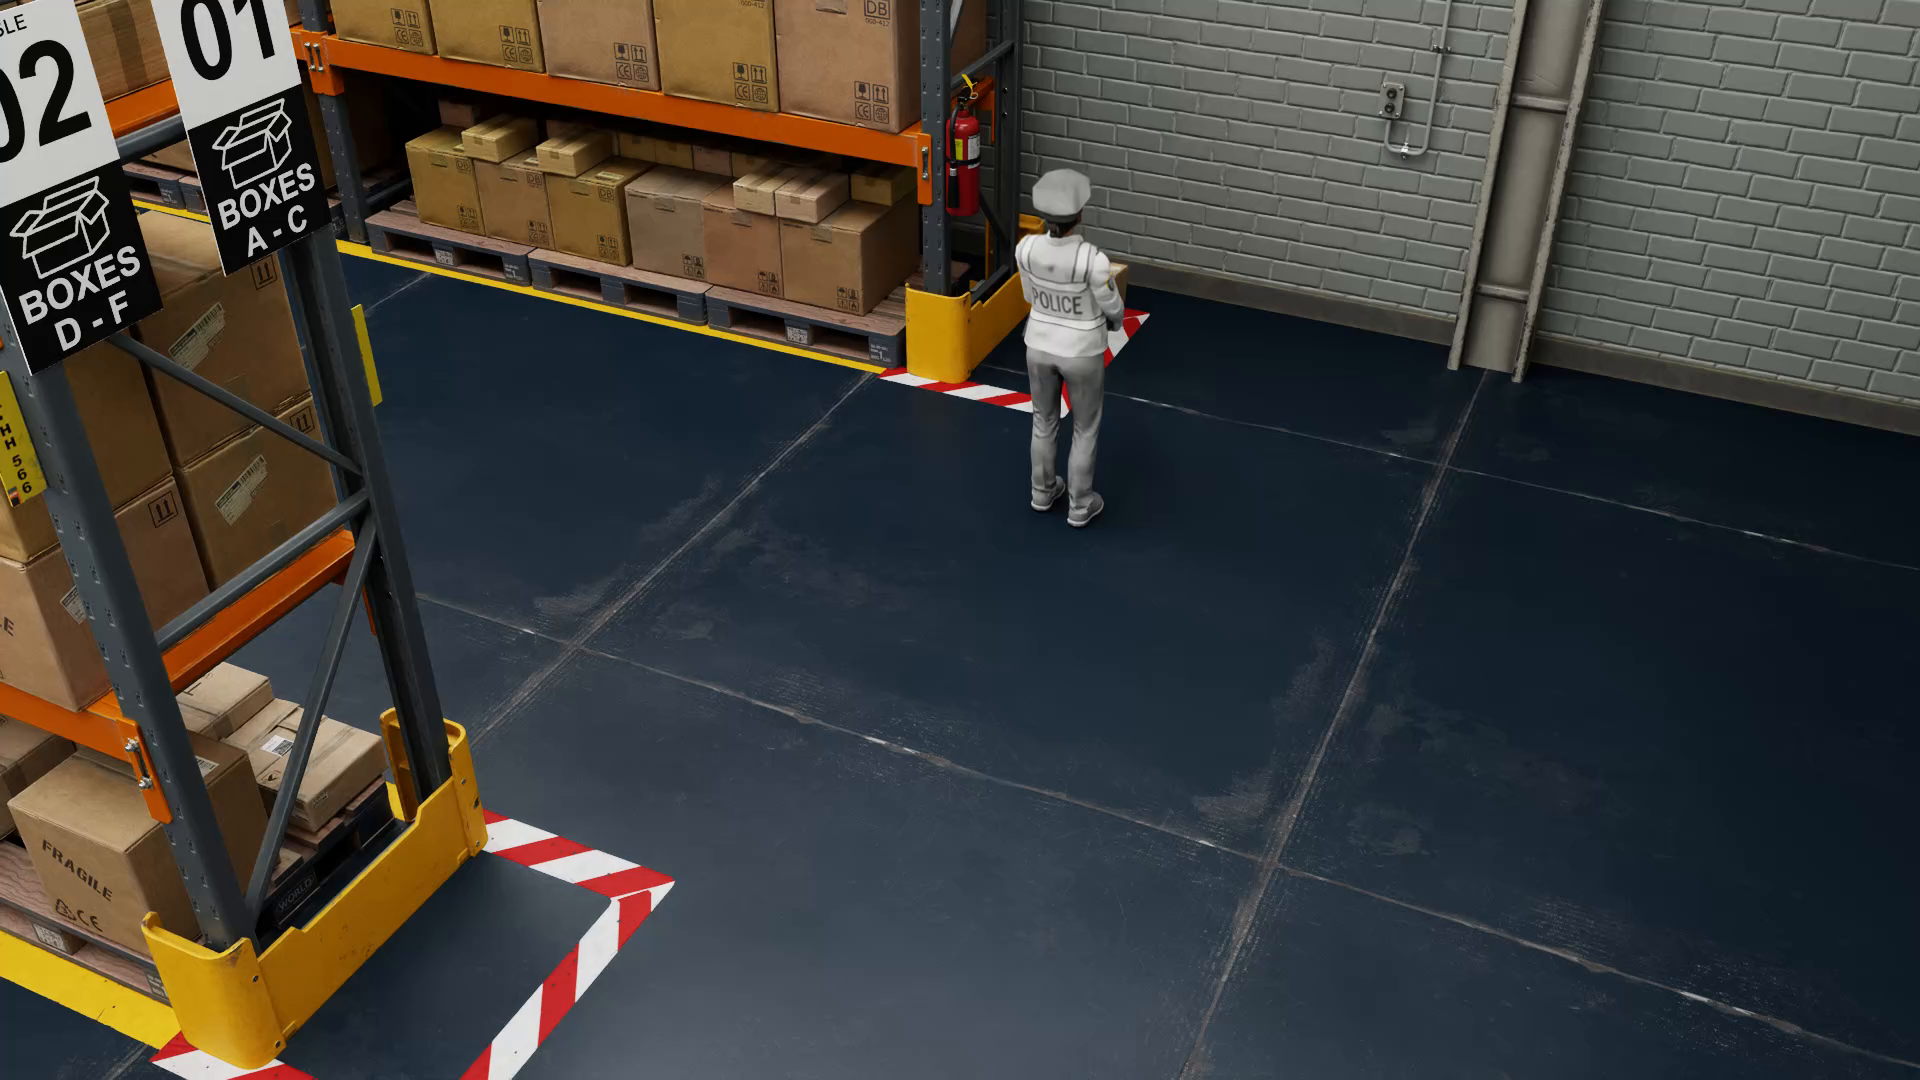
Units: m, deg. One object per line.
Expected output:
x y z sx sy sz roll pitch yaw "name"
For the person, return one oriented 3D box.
0.501 -0.869 7.416 0.459 1.687 0.553 15 37 21 "person"
